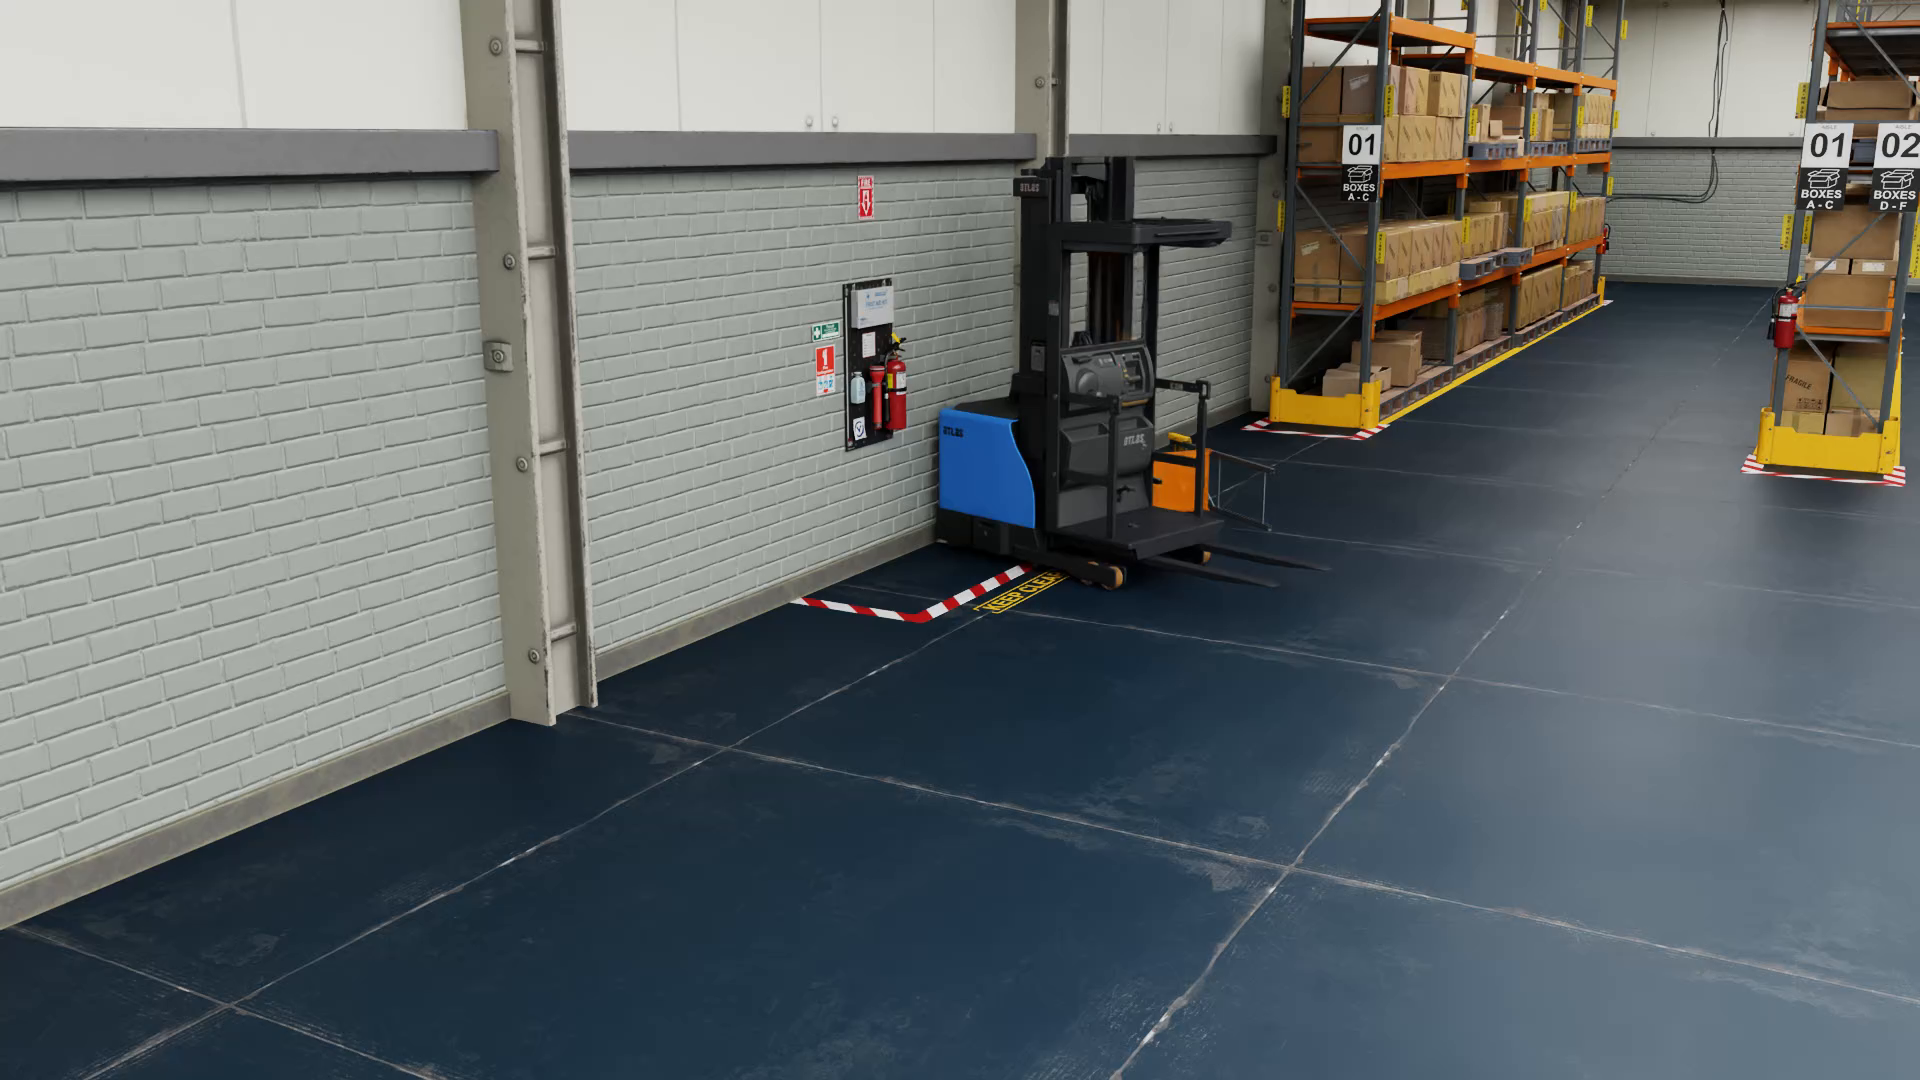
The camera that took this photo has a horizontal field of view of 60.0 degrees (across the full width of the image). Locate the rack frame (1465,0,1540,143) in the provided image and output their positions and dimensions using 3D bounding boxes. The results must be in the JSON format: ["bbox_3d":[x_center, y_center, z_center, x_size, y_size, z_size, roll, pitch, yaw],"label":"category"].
[{"bbox_3d":[7.851,-7.298,24.103,1.000,3.000,0.127,7,15,28],"label":"rack frame"}]

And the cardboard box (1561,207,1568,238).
[{"bbox_3d":[9.783,-5.281,27.650,0.500,0.500,0.500,7,15,27],"label":"cardboard box"}]

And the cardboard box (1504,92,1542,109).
[{"bbox_3d":[8.991,-7.006,26.543,0.500,0.250,0.500,7,15,26],"label":"cardboard box"}]

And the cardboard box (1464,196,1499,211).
[{"bbox_3d":[7.844,-5.071,25.177,0.500,0.250,0.500,8,16,30],"label":"cardboard box"}]

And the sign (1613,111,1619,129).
[{"bbox_3d":[12.187,-7.808,30.901,0.100,0.325,0.005,7,15,28],"label":"sign"}]

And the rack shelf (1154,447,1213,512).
[{"bbox_3d":[1.592,-0.464,13.650,1.000,0.538,0.185,-6,15,-24],"label":"rack shelf"}]

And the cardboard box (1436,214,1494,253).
[{"bbox_3d":[7.050,-4.288,23.267,0.700,0.500,0.500,7,15,28],"label":"cardboard box"}]

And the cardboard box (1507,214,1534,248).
[{"bbox_3d":[8.310,-4.655,25.050,0.500,0.500,0.500,8,16,30],"label":"cardboard box"}]

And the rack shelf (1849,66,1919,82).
[{"bbox_3d":[13.156,-6.603,23.611,1.077,0.370,4.000,7,15,28],"label":"rack shelf"}]

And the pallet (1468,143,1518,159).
[{"bbox_3d":[6.808,-5.255,22.432,1.213,0.211,1.003,7,15,28],"label":"pallet"}]

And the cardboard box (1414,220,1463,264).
[{"bbox_3d":[5.960,-3.730,20.782,0.500,0.500,0.500,7,15,28],"label":"cardboard box"}]

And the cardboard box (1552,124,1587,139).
[{"bbox_3d":[10.350,-6.952,28.279,0.500,0.250,0.500,7,15,28],"label":"cardboard box"}]

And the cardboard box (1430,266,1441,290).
[{"bbox_3d":[5.476,-3.160,20.016,0.500,0.250,0.500,7,15,28],"label":"cardboard box"}]

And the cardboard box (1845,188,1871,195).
[{"bbox_3d":[14.141,-5.309,26.308,0.500,0.500,0.500,7,15,28],"label":"cardboard box"}]

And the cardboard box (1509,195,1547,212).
[{"bbox_3d":[8.794,-5.226,25.819,0.500,0.250,0.500,7,15,28],"label":"cardboard box"}]

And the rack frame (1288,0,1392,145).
[{"bbox_3d":[3.984,-5.656,17.295,1.000,3.000,0.127,7,15,28],"label":"rack frame"}]

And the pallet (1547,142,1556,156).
[{"bbox_3d":[8.654,-6.115,26.003,1.003,0.211,1.213,8,16,31],"label":"pallet"}]

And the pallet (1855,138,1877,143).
[{"bbox_3d":[9.275,-3.988,16.964,1.003,0.211,1.213,7,15,28],"label":"pallet"}]

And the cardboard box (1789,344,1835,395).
[{"bbox_3d":[8.791,-1.762,17.312,0.500,0.500,0.500,7,15,28],"label":"cardboard box"}]

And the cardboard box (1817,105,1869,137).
[{"bbox_3d":[8.917,-4.247,16.843,0.500,0.311,0.500,10,17,35],"label":"cardboard box"}]

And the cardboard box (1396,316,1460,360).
[{"bbox_3d":[6.259,-2.712,22.278,0.700,0.500,0.500,8,16,30],"label":"cardboard box"}]

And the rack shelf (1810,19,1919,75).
[{"bbox_3d":[9.289,-4.962,16.803,1.077,0.370,4.000,7,15,28],"label":"rack shelf"}]

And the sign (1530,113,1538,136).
[{"bbox_3d":[8.325,-6.029,24.137,0.100,0.325,0.005,7,15,28],"label":"sign"}]

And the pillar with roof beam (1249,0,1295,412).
[{"bbox_3d":[7.334,-5.410,16.274,9.100,9.000,0.400,7,15,28],"label":"pillar with roof beam"}]

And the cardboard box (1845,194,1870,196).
[{"bbox_3d":[10.047,-3.588,18.533,0.700,0.500,0.500,7,15,28],"label":"cardboard box"}]

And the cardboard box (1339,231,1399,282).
[{"bbox_3d":[4.478,-3.105,18.190,0.500,0.500,0.500,7,15,28],"label":"cardboard box"}]

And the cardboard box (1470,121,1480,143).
[{"bbox_3d":[6.550,-5.409,21.963,0.500,0.311,0.500,8,16,30],"label":"cardboard box"}]

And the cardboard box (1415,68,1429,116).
[{"bbox_3d":[4.908,-4.998,18.573,0.500,0.500,0.500,8,16,30],"label":"cardboard box"}]

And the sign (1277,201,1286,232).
[{"bbox_3d":[3.508,-3.523,18.103,0.100,0.325,0.005,7,15,28],"label":"sign"}]

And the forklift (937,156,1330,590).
[{"bbox_3d":[1.215,-1.214,11.813,1.130,2.935,3.031,-13,19,-43],"label":"forklift"}]

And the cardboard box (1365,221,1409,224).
[{"bbox_3d":[5.254,-3.683,20.589,0.500,0.500,0.500,7,15,28],"label":"cardboard box"}]

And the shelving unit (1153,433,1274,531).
[{"bbox_3d":[1.675,-0.426,13.494,1.083,0.587,1.500,-6,15,-24],"label":"shelving unit"}]

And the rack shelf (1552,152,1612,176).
[{"bbox_3d":[10.752,-6.721,29.645,1.077,0.370,4.000,7,15,28],"label":"rack shelf"}]

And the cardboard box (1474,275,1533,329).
[{"bbox_3d":[8.322,-3.676,25.573,0.750,0.750,0.750,7,15,27],"label":"cardboard box"}]

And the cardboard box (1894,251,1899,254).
[{"bbox_3d":[9.321,-2.864,16.915,0.380,0.149,0.250,7,15,27],"label":"cardboard box"}]

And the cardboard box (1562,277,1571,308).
[{"bbox_3d":[10.236,-4.333,29.042,0.700,0.500,0.500,8,16,29],"label":"cardboard box"}]

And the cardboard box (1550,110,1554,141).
[{"bbox_3d":[9.263,-6.754,27.098,0.700,0.500,0.500,6,15,25],"label":"cardboard box"}]

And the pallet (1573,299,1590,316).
[{"bbox_3d":[10.810,-4.245,30.189,1.003,0.211,1.213,7,15,28],"label":"pallet"}]

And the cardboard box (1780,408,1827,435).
[{"bbox_3d":[8.323,-1.190,16.541,0.500,0.250,0.500,7,15,28],"label":"cardboard box"}]

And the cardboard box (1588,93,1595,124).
[{"bbox_3d":[10.618,-7.425,28.642,0.500,0.500,0.500,7,15,27],"label":"cardboard box"}]

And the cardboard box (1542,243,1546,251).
[{"bbox_3d":[9.217,-4.732,26.756,0.380,0.149,0.250,7,15,26],"label":"cardboard box"}]

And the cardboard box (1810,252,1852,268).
[{"bbox_3d":[8.712,-2.801,16.654,0.380,0.149,0.250,8,16,29],"label":"cardboard box"}]

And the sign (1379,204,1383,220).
[{"bbox_3d":[5.430,-4.185,21.524,0.100,0.325,0.005,7,15,28],"label":"sign"}]

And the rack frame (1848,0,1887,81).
[{"bbox_3d":[12.190,-6.737,21.778,1.000,3.000,0.127,7,15,28],"label":"rack frame"}]

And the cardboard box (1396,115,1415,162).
[{"bbox_3d":[4.655,-4.403,18.240,0.500,0.500,0.500,9,16,32],"label":"cardboard box"}]

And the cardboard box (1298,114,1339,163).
[{"bbox_3d":[3.964,-4.371,18.106,0.500,0.500,0.500,9,16,32],"label":"cardboard box"}]

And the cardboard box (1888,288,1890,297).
[{"bbox_3d":[9.305,-2.640,17.371,0.700,0.500,0.500,8,16,30],"label":"cardboard box"}]

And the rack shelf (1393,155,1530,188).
[{"bbox_3d":[6.884,-5.079,22.837,1.077,0.370,4.000,7,15,28],"label":"rack shelf"}]

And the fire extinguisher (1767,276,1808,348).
[{"bbox_3d":[7.858,-2.170,15.800,0.296,0.674,0.183,7,15,28],"label":"fire extinguisher"}]

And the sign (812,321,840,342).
[{"bbox_3d":[-0.911,-1.421,11.320,0.001,0.109,0.331,7,15,28],"label":"sign"}]

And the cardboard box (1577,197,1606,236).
[{"bbox_3d":[11.481,-6.062,31.140,0.980,0.700,0.700,8,16,31],"label":"cardboard box"}]

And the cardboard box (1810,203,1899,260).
[{"bbox_3d":[8.585,-2.964,15.946,0.700,0.500,0.500,7,15,28],"label":"cardboard box"}]

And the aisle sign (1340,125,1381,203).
[{"bbox_3d":[4.212,-3.955,17.491,0.394,0.787,0.004,7,15,28],"label":"aisle sign"}]

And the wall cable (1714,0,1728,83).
[{"bbox_3d":[17.134,-10.698,34.057,3.097,2.526,0.112,7,15,28],"label":"wall cable"}]
